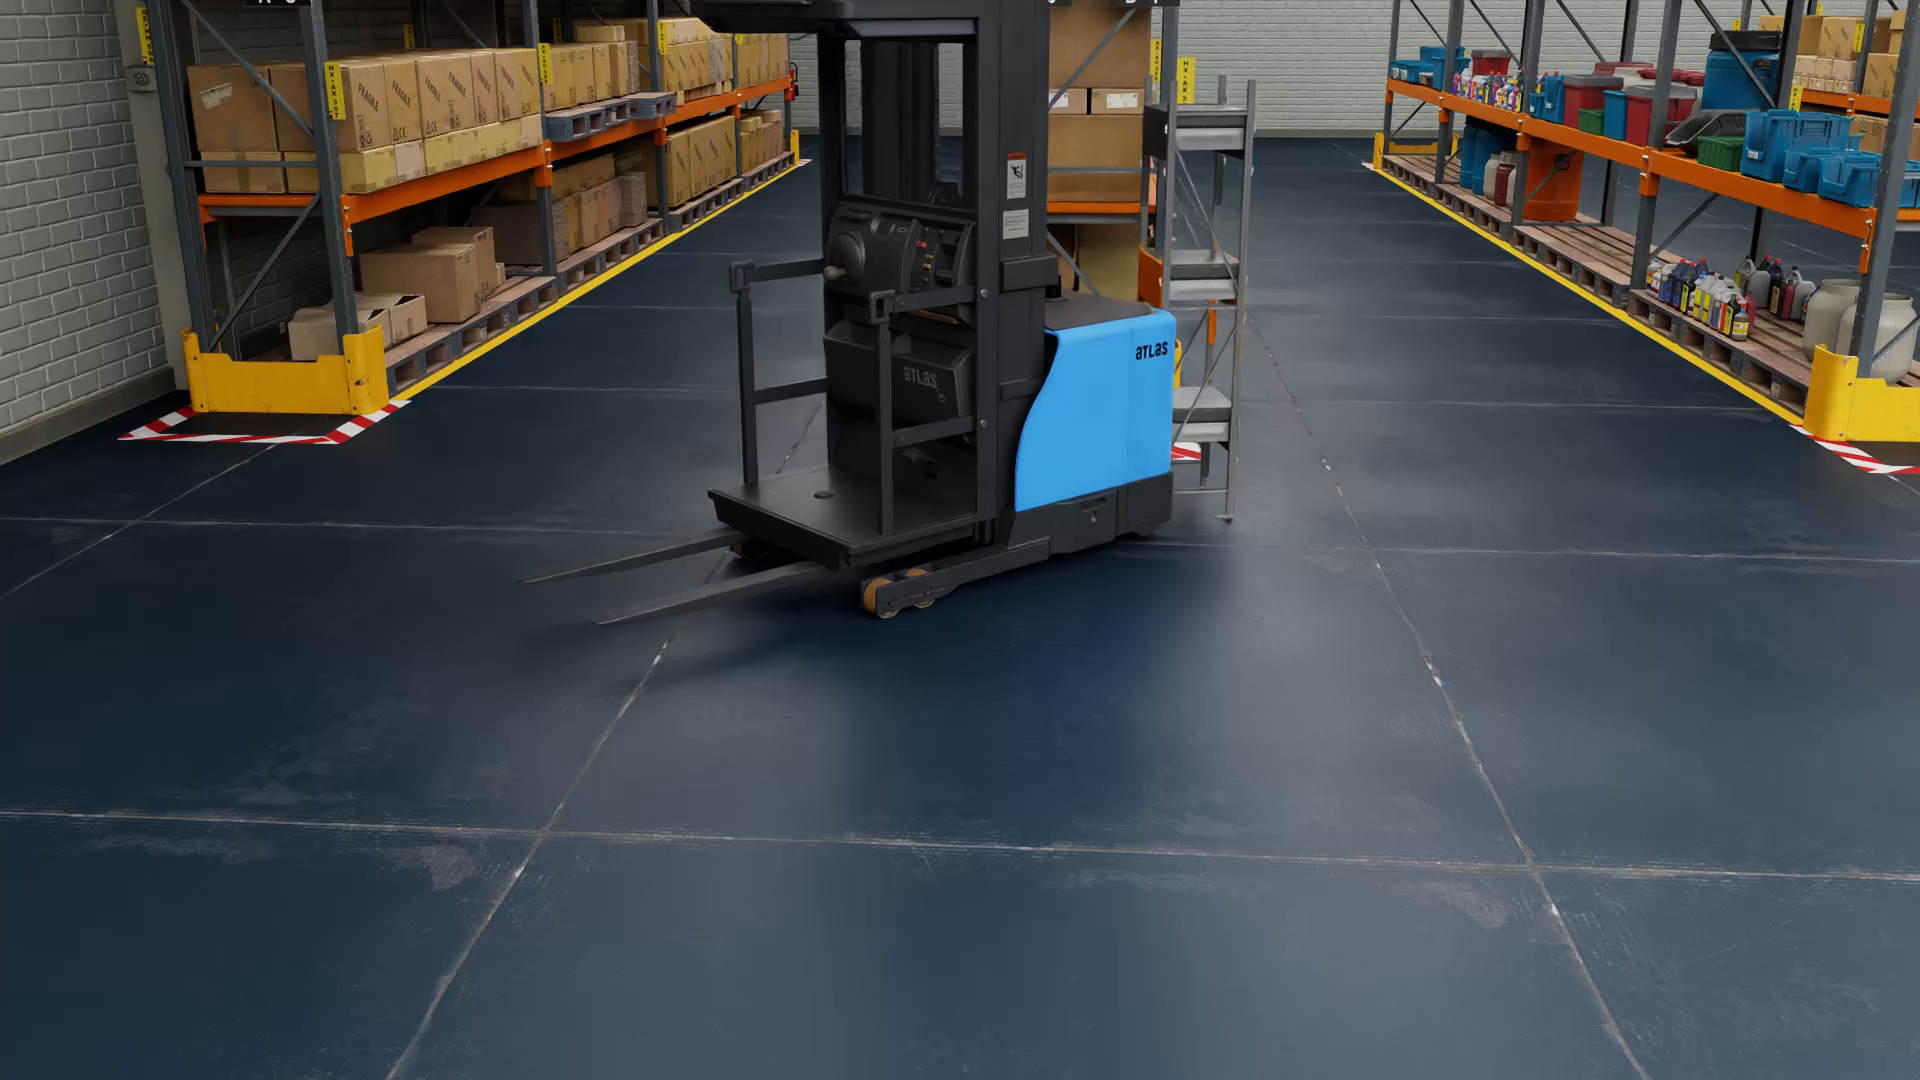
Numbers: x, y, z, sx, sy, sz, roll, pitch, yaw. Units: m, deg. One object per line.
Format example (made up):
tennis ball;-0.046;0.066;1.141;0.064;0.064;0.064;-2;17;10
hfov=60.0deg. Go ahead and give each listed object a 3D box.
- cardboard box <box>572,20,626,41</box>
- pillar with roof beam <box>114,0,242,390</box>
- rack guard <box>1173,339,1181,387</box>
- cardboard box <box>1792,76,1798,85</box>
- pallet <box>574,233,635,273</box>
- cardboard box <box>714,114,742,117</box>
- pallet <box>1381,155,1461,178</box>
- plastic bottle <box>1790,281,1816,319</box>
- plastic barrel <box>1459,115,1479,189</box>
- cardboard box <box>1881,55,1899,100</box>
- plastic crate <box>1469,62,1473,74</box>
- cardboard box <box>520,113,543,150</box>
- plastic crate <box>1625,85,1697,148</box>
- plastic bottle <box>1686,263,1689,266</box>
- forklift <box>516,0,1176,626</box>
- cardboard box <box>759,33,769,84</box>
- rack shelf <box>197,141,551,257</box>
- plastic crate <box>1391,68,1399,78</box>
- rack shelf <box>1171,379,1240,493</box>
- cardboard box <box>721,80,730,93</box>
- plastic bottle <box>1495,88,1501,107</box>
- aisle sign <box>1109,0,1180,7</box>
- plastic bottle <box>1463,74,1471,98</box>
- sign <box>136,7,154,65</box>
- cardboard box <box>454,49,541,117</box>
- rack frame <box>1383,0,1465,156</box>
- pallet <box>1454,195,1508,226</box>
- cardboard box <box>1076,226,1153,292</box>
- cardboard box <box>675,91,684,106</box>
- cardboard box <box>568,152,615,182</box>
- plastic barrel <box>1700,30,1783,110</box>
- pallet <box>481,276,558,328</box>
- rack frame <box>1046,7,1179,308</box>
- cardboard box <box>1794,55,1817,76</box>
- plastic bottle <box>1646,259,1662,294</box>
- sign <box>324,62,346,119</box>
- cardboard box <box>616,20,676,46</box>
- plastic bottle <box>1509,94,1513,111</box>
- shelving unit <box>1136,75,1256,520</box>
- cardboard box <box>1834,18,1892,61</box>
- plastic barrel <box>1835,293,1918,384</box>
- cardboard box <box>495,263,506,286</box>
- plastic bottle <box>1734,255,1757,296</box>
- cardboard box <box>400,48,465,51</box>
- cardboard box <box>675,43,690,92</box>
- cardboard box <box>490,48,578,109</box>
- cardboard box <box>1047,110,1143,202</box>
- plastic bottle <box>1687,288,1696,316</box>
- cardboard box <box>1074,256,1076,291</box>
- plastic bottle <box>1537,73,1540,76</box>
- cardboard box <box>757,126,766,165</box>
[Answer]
cardboard box;-3.871;-5.426;17.792;0.500;0.250;0.500;2;18;5
pillar with roof beam;-0.737;-5.232;9.438;9.100;9.000;0.400;1;18;4
rack guard;0.721;-0.936;9.976;1.175;0.500;0.348;1;18;4
cardboard box;11.270;-6.097;22.115;0.380;0.149;0.250;2;18;5
pallet;-3.792;-2.779;16.066;1.003;0.211;1.213;1;18;4
cardboard box;-3.301;-5.960;23.592;0.380;0.149;0.250;1;18;4
pallet;6.713;-5.408;24.089;1.003;0.211;1.213;1;18;4
plastic bottle;6.139;-1.760;12.144;0.152;0.276;0.135;2;18;5
plastic barrel;6.468;-4.780;20.389;0.600;0.901;0.708;1;18;4
cardboard box;11.146;-5.390;19.394;0.500;0.500;0.500;1;18;4
plastic crate;6.817;-6.189;22.086;0.437;0.282;0.530;1;18;4
cardboard box;-3.663;-3.267;13.285;0.500;0.250;0.500;1;18;4
plastic crate;5.680;-3.449;13.530;0.402;0.464;0.583;1;18;4
plastic bottle;5.600;-1.988;12.827;0.061;0.283;0.133;1;18;4
forklift;-0.429;-1.249;7.027;3.031;2.935;1.130;-15;23;-38
cardboard box;-3.203;-6.731;23.166;0.980;0.700;0.700;0;18;1
rack shelf;-4.075;-2.520;11.951;1.077;0.370;4.000;1;18;4
plastic crate;6.359;-6.725;23.956;0.250;0.136;0.298;1;18;4
rack shelf;1.125;-0.499;8.367;0.431;0.518;0.480;-2;18;-7
cardboard box;-3.094;-5.667;20.773;0.380;0.149;0.250;2;18;5
plastic bottle;5.932;-4.863;18.267;0.097;0.201;0.097;0;18;0
aisle sign;1.024;-3.339;9.122;0.394;0.787;0.004;1;18;4
plastic bottle;6.049;-5.401;19.795;0.097;0.271;0.097;0;18;0
sign;-4.770;-2.960;9.771;0.100;0.325;0.005;1;18;4
cardboard box;-3.657;-3.624;13.169;0.500;0.500;0.500;1;18;4
rack frame;6.810;-6.989;24.434;1.000;3.000;0.127;1;18;4
pallet;6.342;-3.803;19.189;1.003;0.211;1.213;1;18;4
cardboard box;1.040;-1.853;11.297;0.500;0.500;0.500;1;18;4
cardboard box;-3.260;-4.871;18.343;0.380;0.149;0.250;2;18;6
cardboard box;-3.748;-3.702;16.508;0.500;0.250;0.500;2;18;5
plastic barrel;6.280;-3.613;13.327;0.600;0.901;0.708;1;18;4
pallet;-3.944;-1.948;13.530;1.003;0.211;1.213;1;18;4
rack frame;0.723;-2.131;9.609;1.000;3.000;0.127;1;18;4
cardboard box;11.344;-6.325;22.173;0.500;0.250;0.500;1;18;3
plastic bottle;5.490;-2.085;13.144;0.097;0.271;0.097;0;18;0
sign;-3.677;-2.640;9.772;0.100;0.325;0.005;1;18;4
cardboard box;-3.353;-5.424;17.784;0.500;0.250;0.500;2;18;5
plastic bottle;5.883;-4.652;17.621;0.097;0.201;0.097;0;18;0
shelving unit;1.125;-1.178;8.145;0.431;2.100;0.503;-2;18;-7
cardboard box;11.230;-6.211;20.619;0.500;0.500;0.500;2;18;5
plastic barrel;5.634;-1.243;10.219;0.421;0.512;0.421;0;18;0
cardboard box;-3.940;-2.179;13.598;0.380;0.166;0.250;-1;18;-3
plastic bottle;6.048;-2.009;12.784;0.144;0.351;0.185;1;18;4
cardboard box;-4.173;-3.636;13.207;0.500;0.500;0.500;1;18;3
cardboard box;-3.308;-5.231;18.400;0.500;0.500;0.500;2;18;6
cardboard box;-3.814;-4.070;14.660;0.700;0.500;0.500;3;18;10
cardboard box;0.769;-2.323;10.036;0.700;0.500;0.500;1;18;4
plastic bottle;5.421;-1.753;12.245;0.097;0.201;0.097;0;18;0
cardboard box;0.674;-2.129;13.345;0.500;0.250;0.500;1;18;4
plastic bottle;6.771;-5.373;19.582;0.144;0.351;0.185;1;18;4
cardboard box;-3.124;-5.524;23.305;0.700;0.500;0.500;2;18;5
